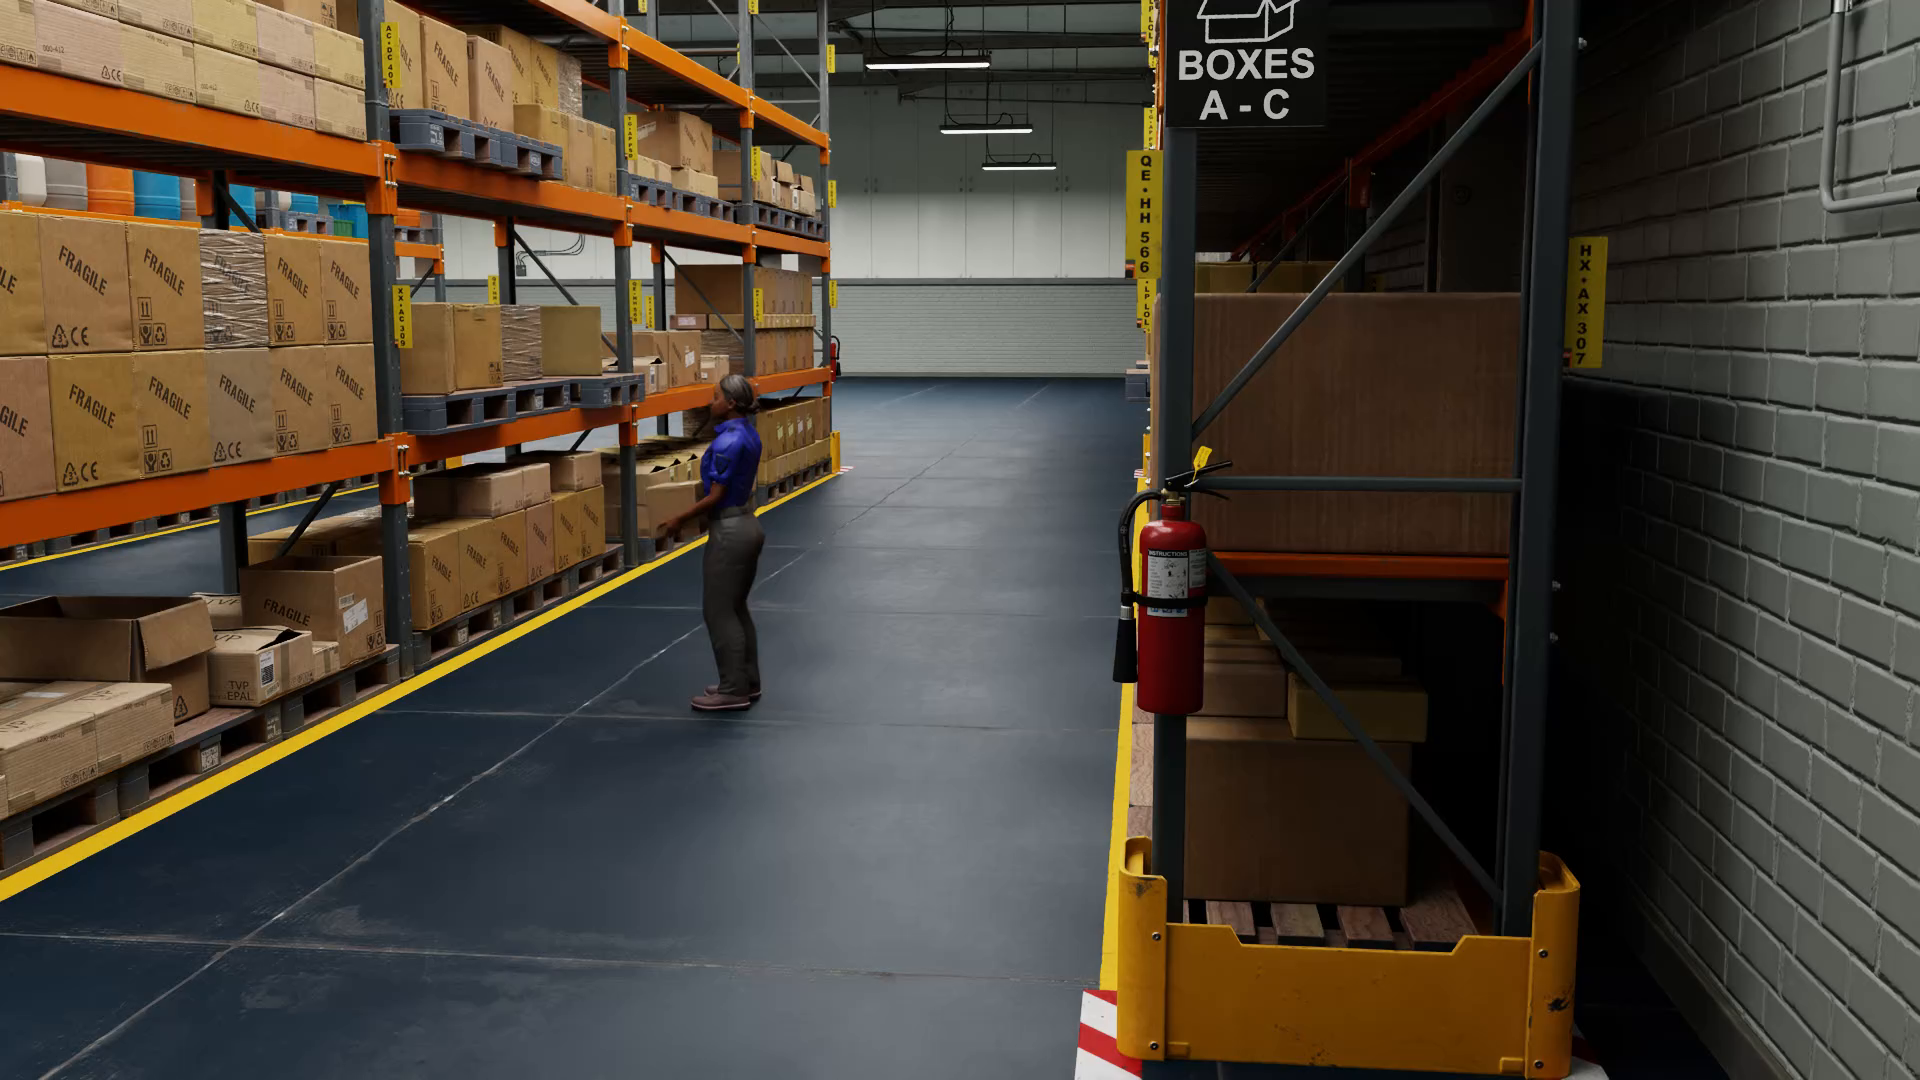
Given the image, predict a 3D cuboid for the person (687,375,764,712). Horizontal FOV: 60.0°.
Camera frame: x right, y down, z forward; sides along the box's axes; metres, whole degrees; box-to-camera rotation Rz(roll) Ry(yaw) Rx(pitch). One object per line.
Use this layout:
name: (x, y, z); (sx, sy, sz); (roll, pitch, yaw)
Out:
person: (-1.162, 0.007, 8.266); (0.348, 1.655, 0.532); (0, 8, 3)
